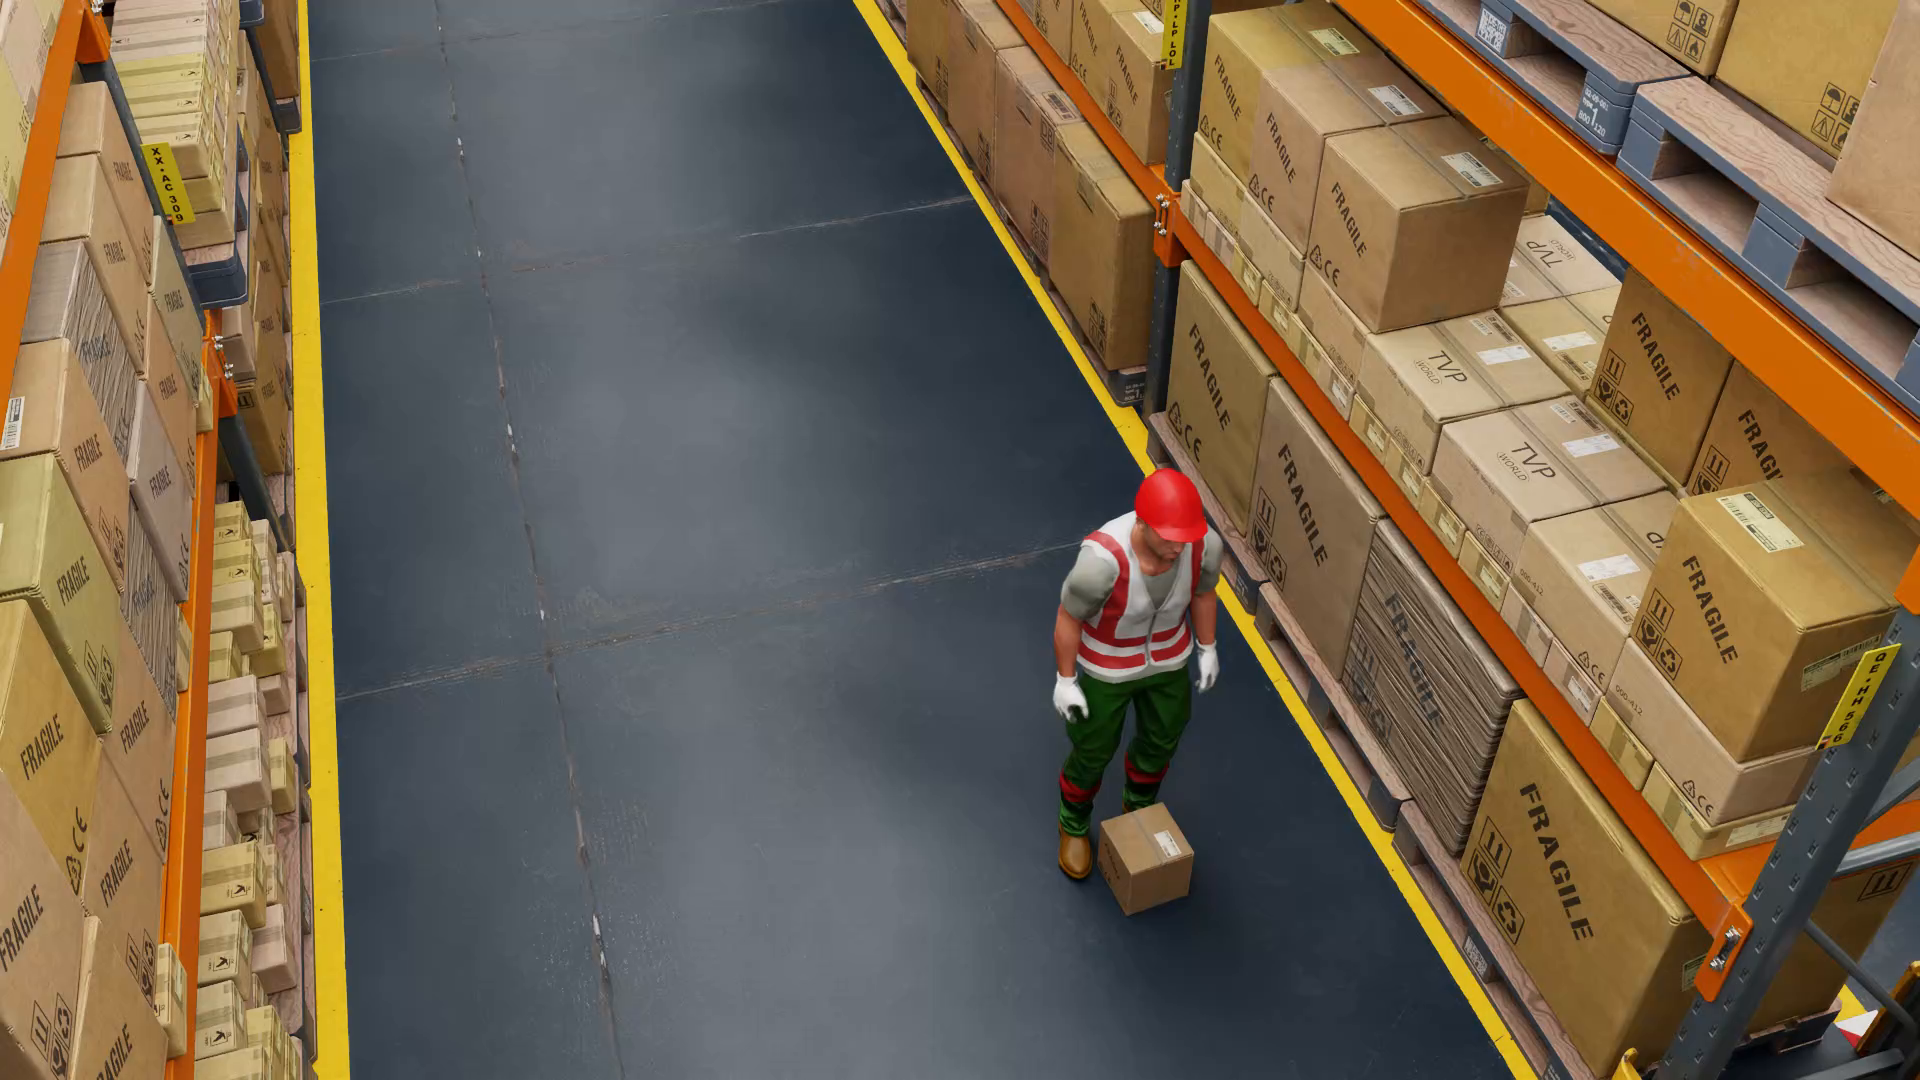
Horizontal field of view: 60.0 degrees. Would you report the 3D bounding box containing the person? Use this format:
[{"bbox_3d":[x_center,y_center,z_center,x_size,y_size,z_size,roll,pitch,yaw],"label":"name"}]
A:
[{"bbox_3d":[2.081,-3.723,10.307,7.255,1.776,11.425,-12,43,-13],"label":"person"}]
